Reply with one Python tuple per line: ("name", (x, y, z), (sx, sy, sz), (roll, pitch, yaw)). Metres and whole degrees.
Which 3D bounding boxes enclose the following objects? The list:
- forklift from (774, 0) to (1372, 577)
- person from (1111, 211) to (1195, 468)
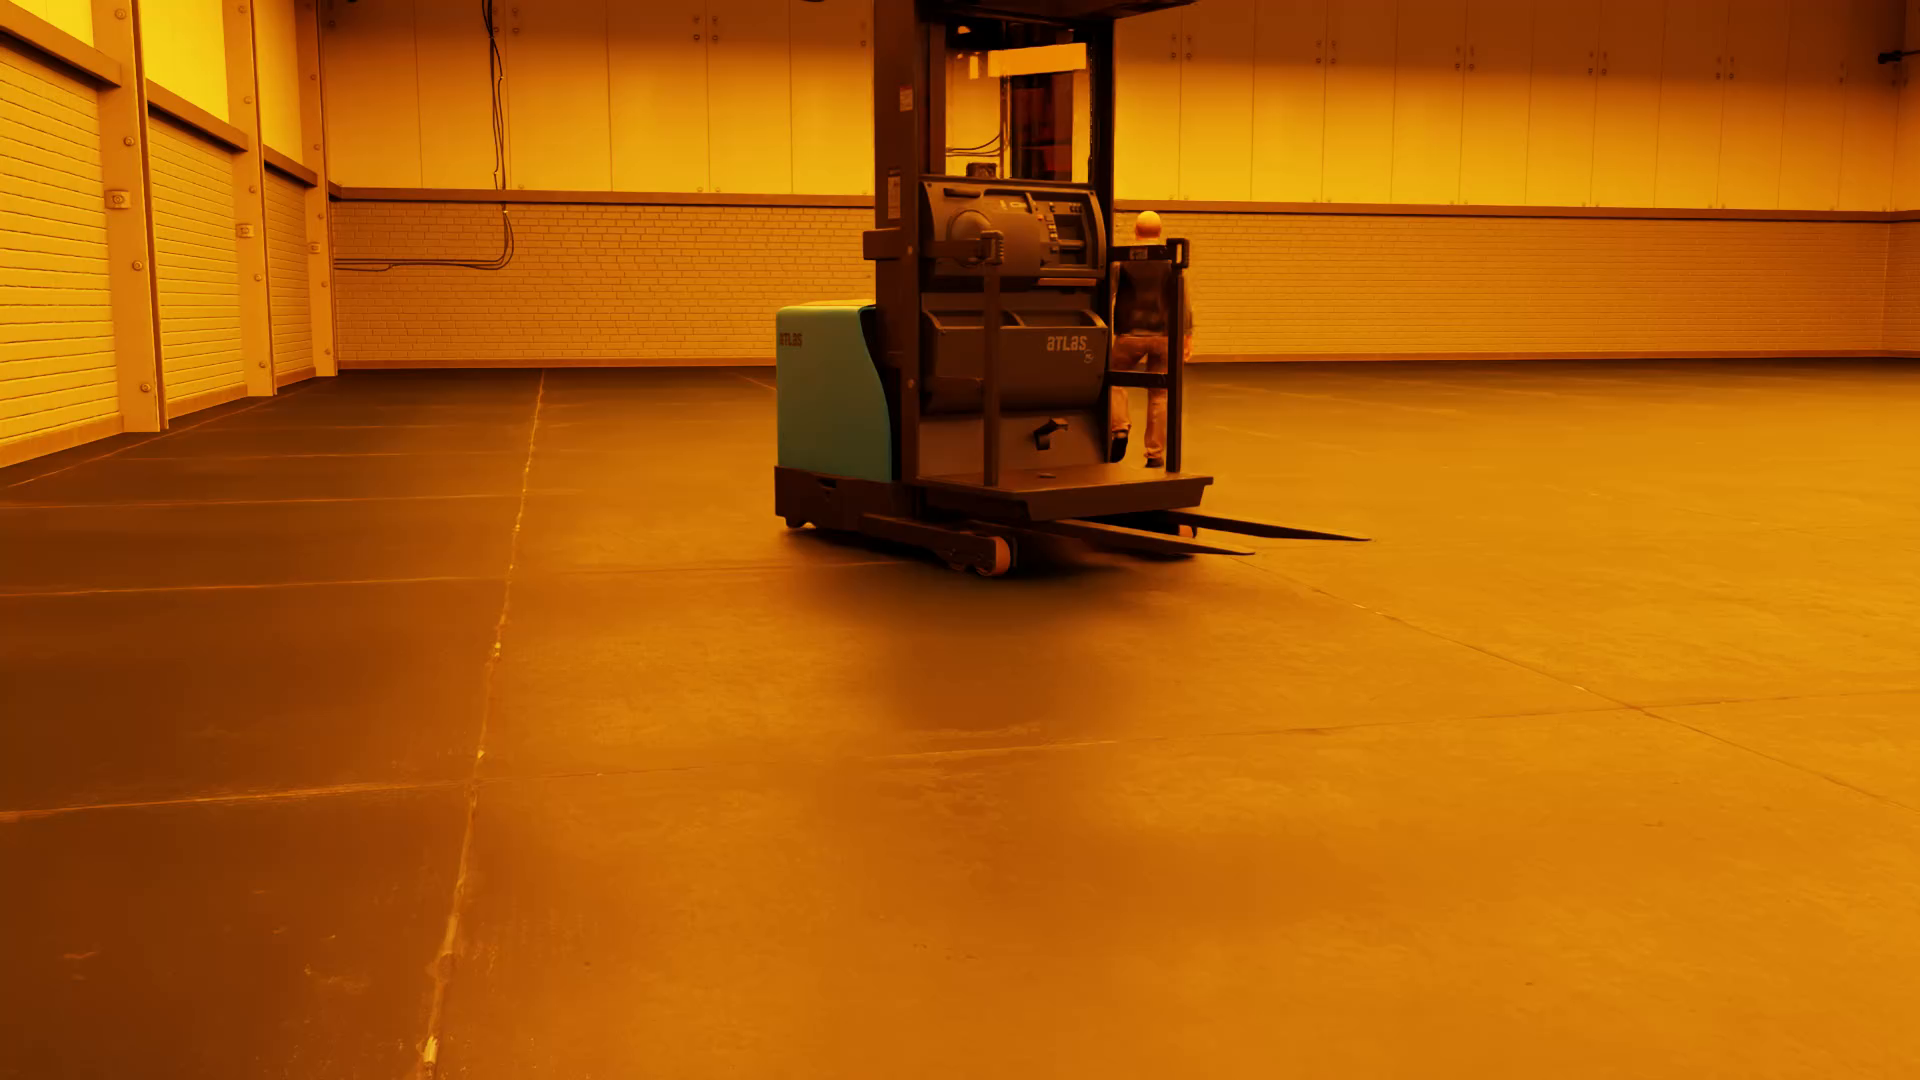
("forklift", (0.370, -1.380, 6.994), (1.130, 2.935, 3.031), (-6, 10, -35))
("person", (1.238, -1.352, 11.224), (0.667, 1.702, 0.474), (0, 8, 3))
